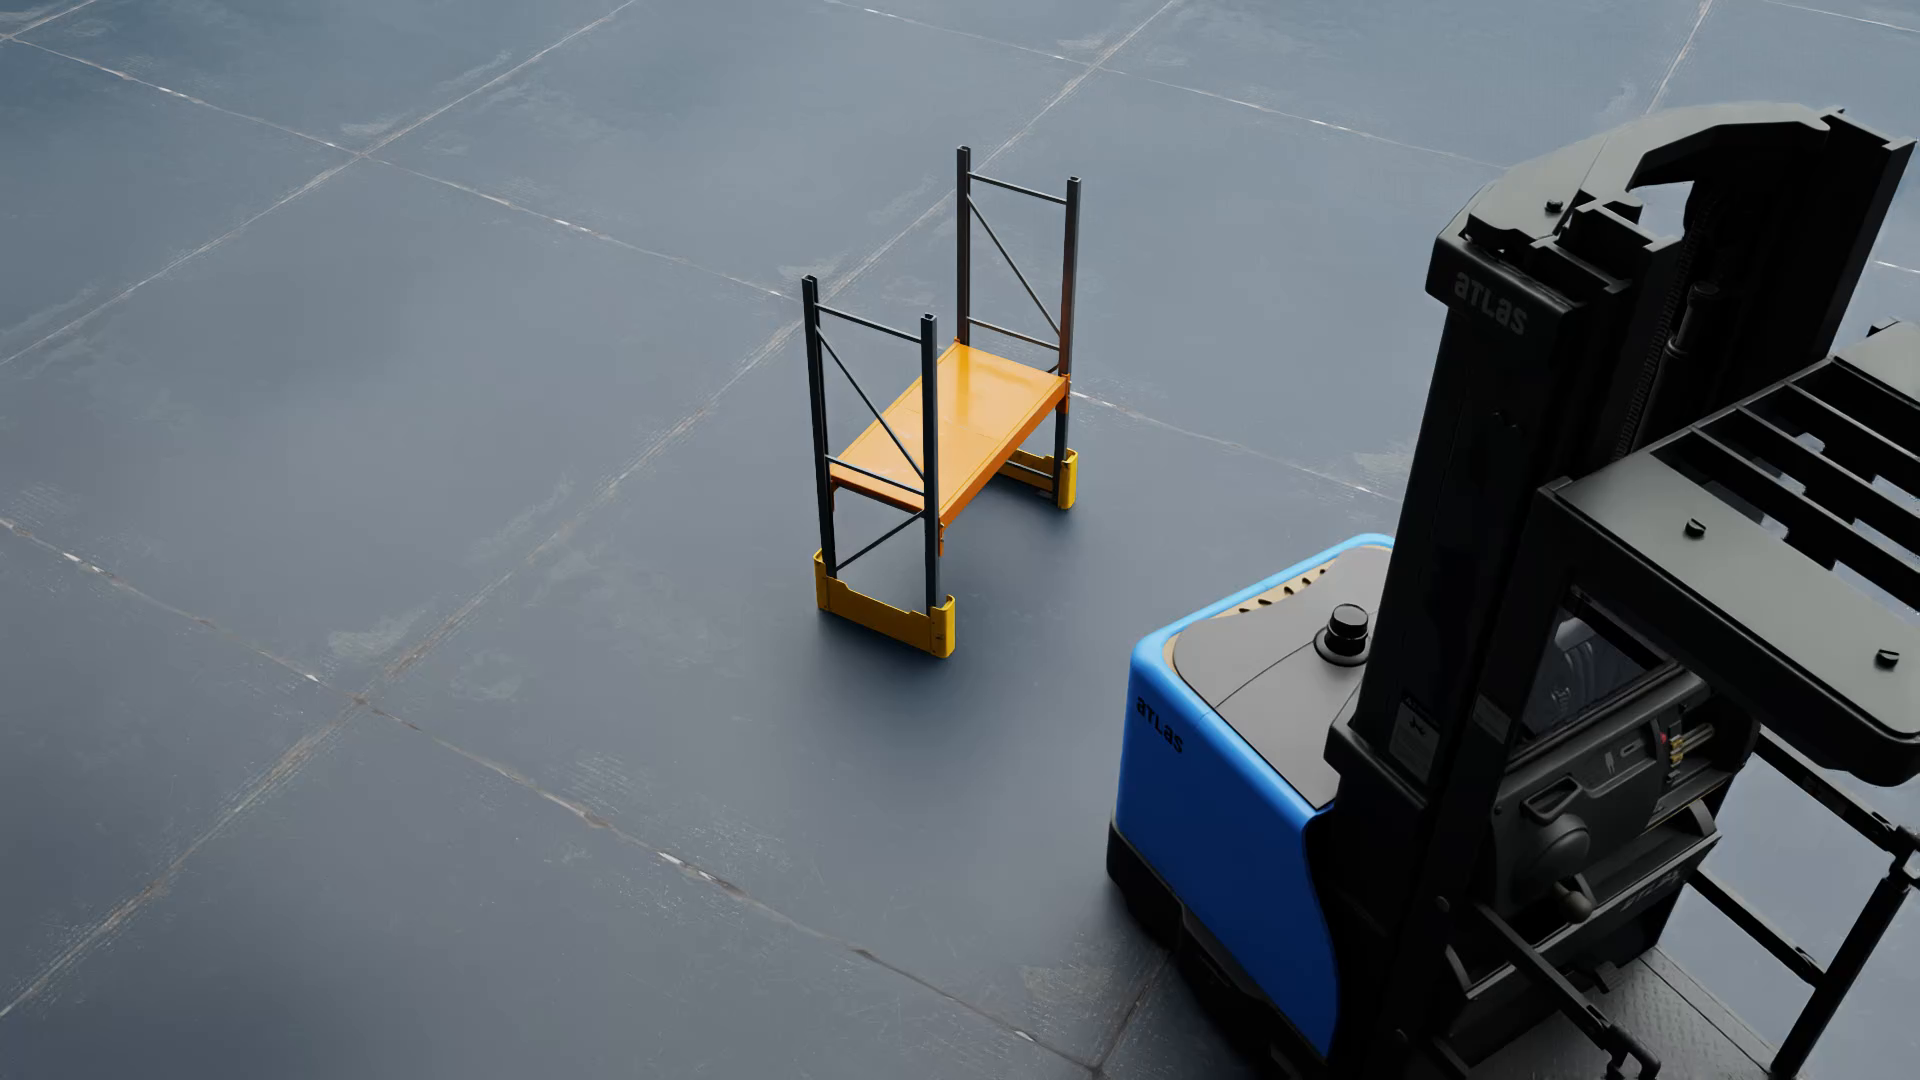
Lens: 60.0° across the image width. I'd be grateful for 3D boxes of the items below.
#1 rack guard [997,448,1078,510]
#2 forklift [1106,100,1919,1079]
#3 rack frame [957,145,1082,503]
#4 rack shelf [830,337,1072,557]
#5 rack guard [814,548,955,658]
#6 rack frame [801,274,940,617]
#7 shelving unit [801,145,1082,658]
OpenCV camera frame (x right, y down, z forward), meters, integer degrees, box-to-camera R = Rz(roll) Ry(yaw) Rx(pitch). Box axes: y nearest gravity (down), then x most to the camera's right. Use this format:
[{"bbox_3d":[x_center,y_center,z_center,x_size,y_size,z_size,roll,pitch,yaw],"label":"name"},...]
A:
[{"bbox_3d":[0.211,-0.335,6.941,0.587,0.250,0.087,21,45,22],"label":"rack guard"},{"bbox_3d":[1.694,0.653,3.791,1.130,2.935,3.031,-23,46,-24],"label":"forklift"},{"bbox_3d":[0.212,-0.805,6.529,0.500,1.500,0.032,21,45,22],"label":"rack frame"},{"bbox_3d":[-0.043,-0.379,6.318,0.538,0.185,1.000,21,45,22],"label":"rack shelf"},{"bbox_3d":[-0.287,0.235,6.294,0.587,0.250,0.087,21,45,22],"label":"rack guard"},{"bbox_3d":[-0.297,-0.223,5.869,0.500,1.500,0.032,21,45,22],"label":"rack frame"},{"bbox_3d":[-0.038,-0.519,6.205,0.587,1.500,1.083,21,45,22],"label":"shelving unit"}]
